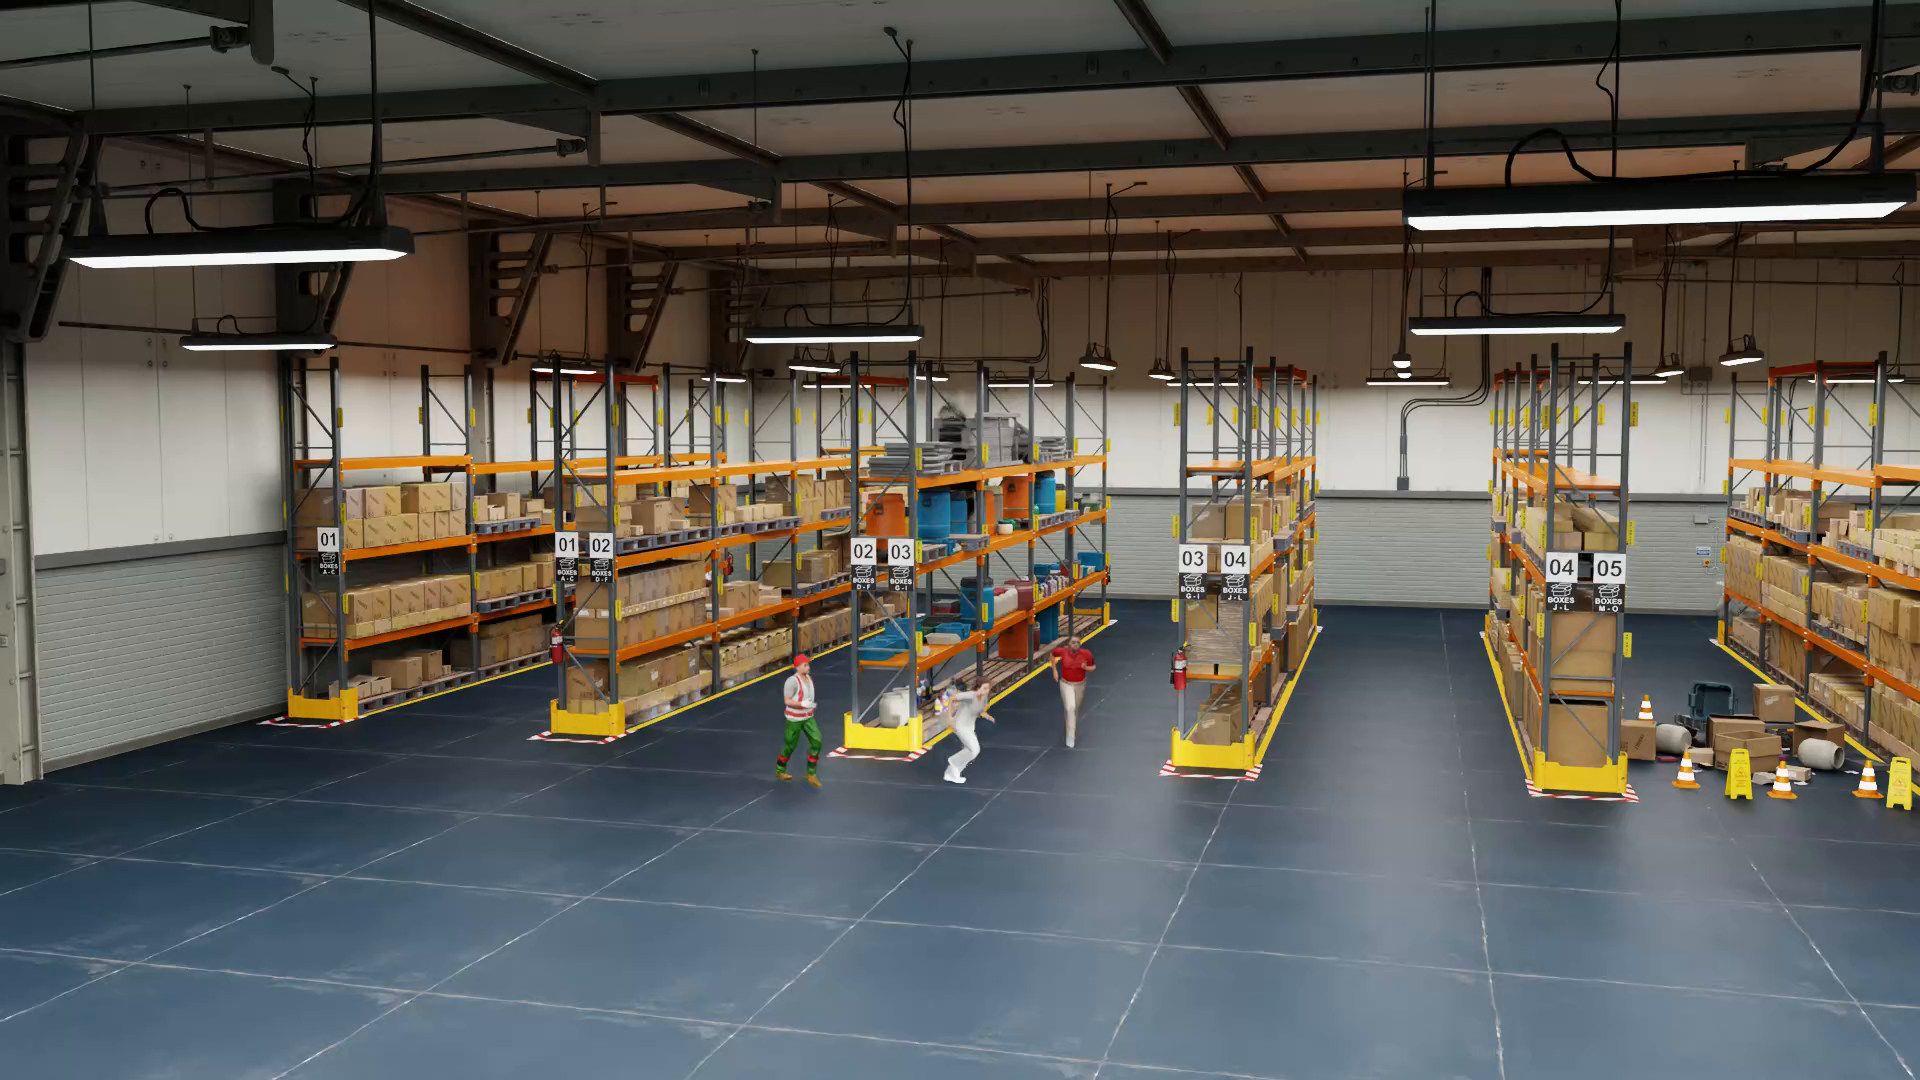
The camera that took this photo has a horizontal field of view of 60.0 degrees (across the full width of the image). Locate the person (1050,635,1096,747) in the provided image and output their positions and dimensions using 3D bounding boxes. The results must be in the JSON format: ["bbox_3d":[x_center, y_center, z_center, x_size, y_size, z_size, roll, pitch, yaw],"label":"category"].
[{"bbox_3d":[1.731,2.295,25.592,0.650,1.737,0.965,-1,4,-10],"label":"person"}]

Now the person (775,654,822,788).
[{"bbox_3d":[-2.181,2.374,22.569,0.825,1.666,0.588,4,6,42],"label":"person"}]

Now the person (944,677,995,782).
[{"bbox_3d":[0.096,2.593,22.641,0.821,1.504,0.590,3,5,38],"label":"person"}]

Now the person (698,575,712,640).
[{"bbox_3d":[-5.268,1.599,34.622,0.714,1.733,0.764,1,4,12],"label":"person"}]

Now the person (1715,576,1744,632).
[{"bbox_3d":[18.002,1.309,38.843,0.732,1.754,0.579,0,4,-3],"label":"person"}]
